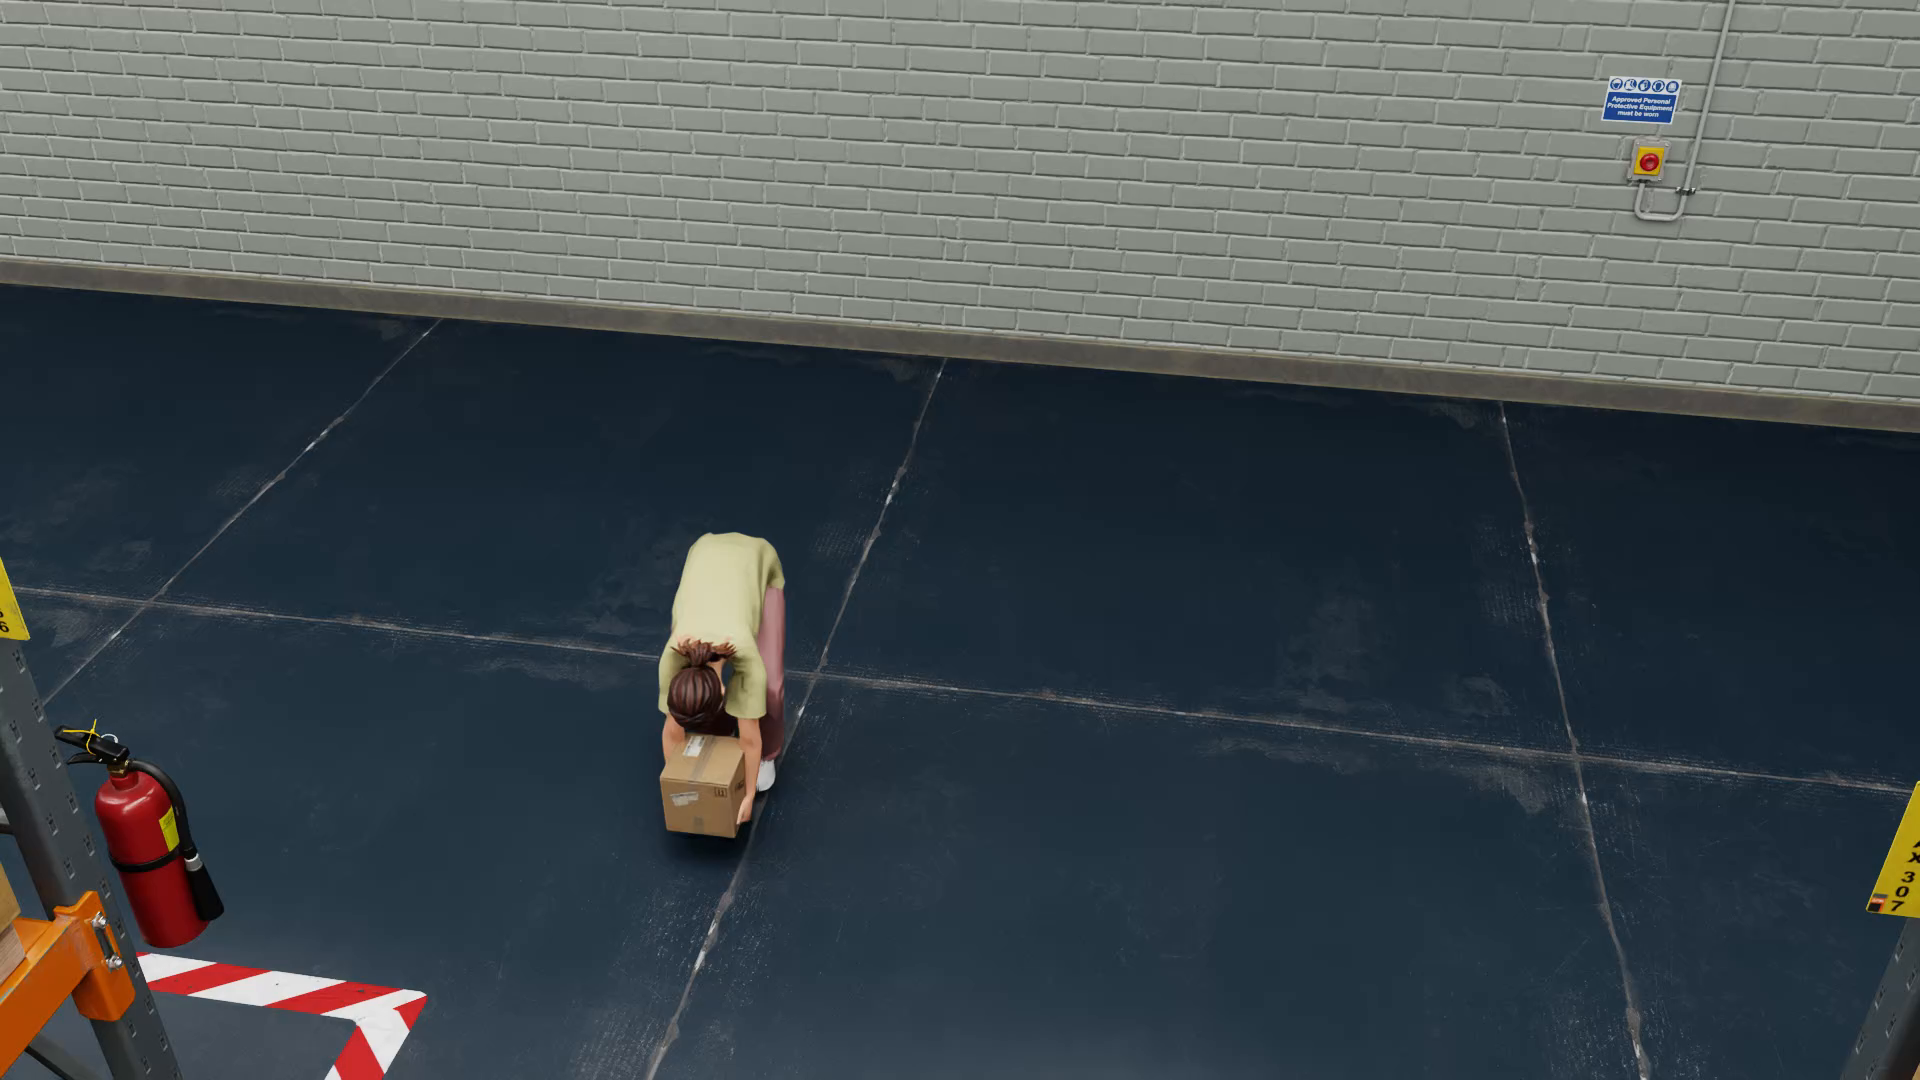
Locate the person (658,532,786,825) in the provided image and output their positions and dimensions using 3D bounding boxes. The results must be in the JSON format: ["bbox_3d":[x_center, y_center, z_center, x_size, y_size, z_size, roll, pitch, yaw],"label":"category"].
[{"bbox_3d":[-0.858,0.530,5.983,0.450,0.947,0.855,4,33,6],"label":"person"}]
